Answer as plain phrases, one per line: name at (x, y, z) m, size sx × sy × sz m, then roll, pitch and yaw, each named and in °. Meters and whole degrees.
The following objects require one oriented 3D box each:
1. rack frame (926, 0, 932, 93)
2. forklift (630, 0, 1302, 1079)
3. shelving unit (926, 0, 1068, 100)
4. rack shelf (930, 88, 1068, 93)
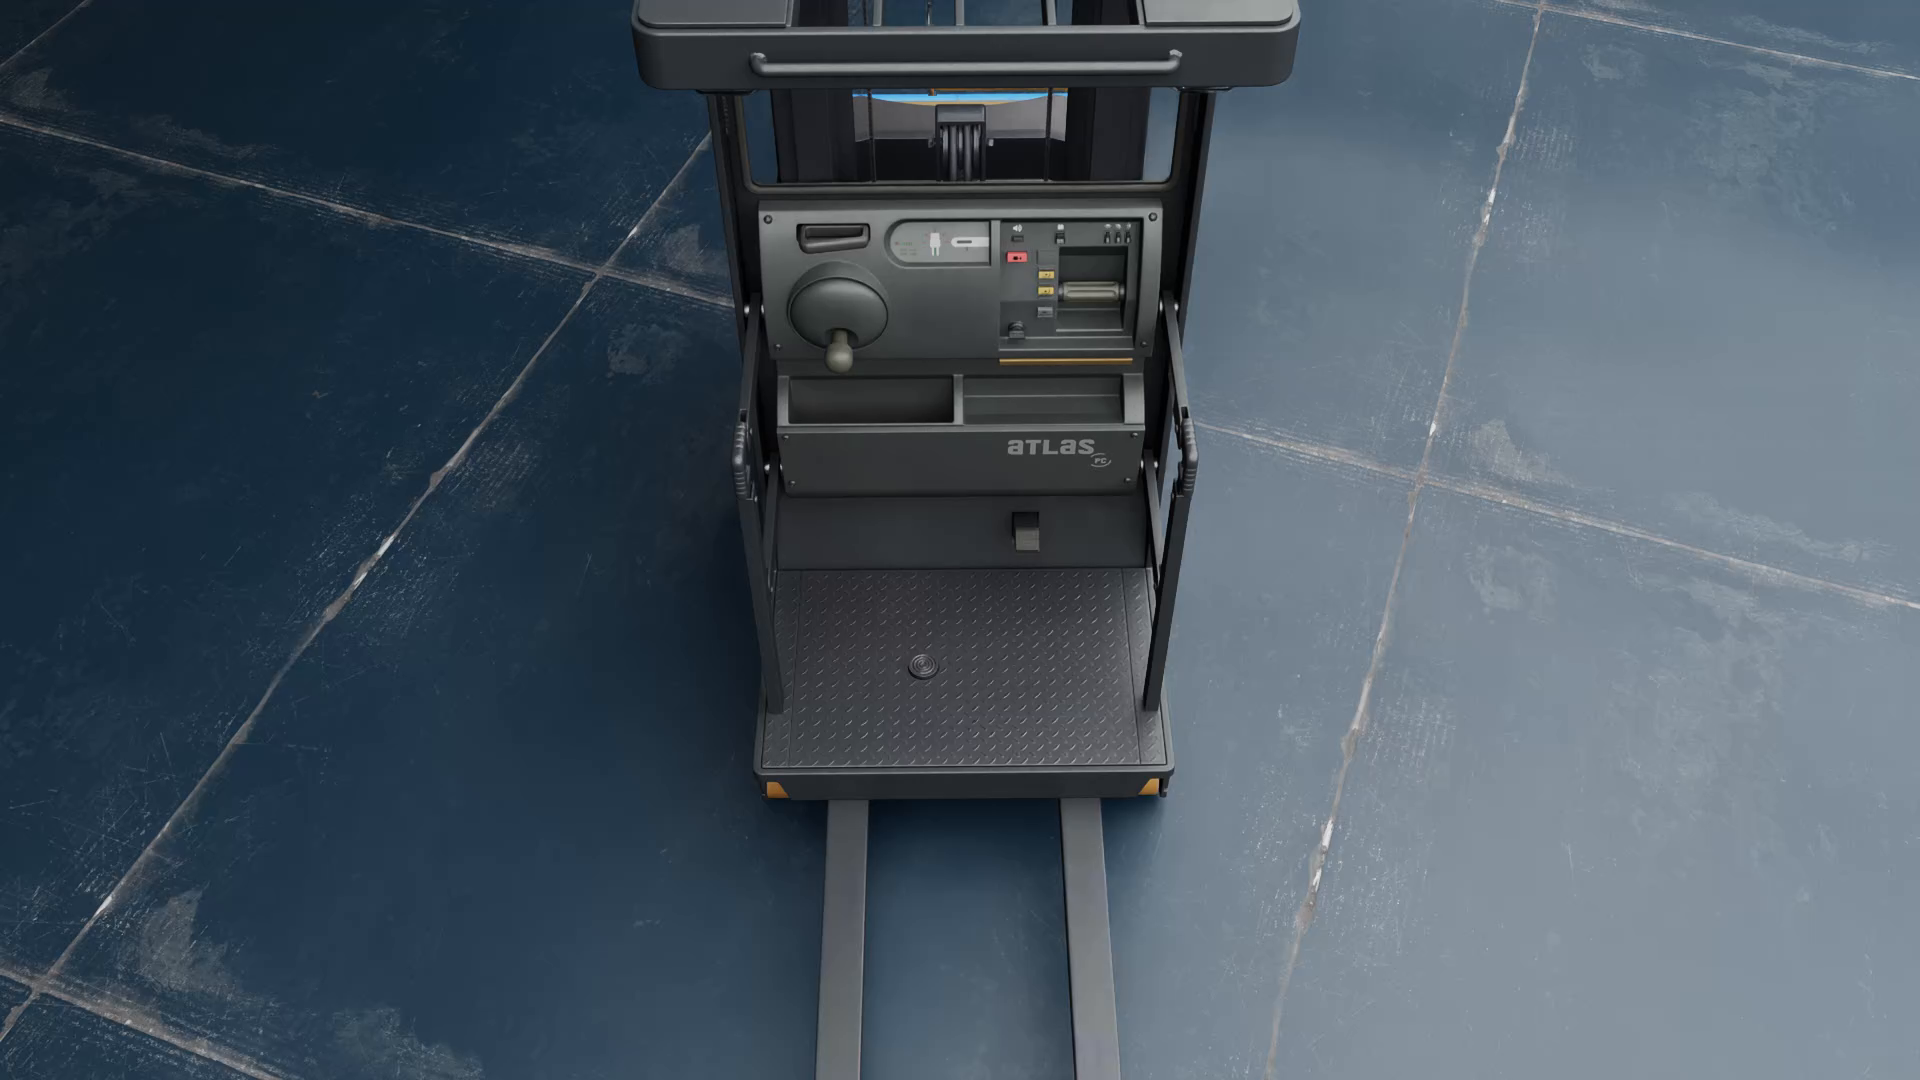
rack frame at (-0.097, -1.204, 5.491) m, size 0.015 × 1.200 × 0.240 m, roll 0°, pitch 46°, yaw 0°
forklift at (0.006, -0.490, 3.735) m, size 1.130 × 2.935 × 3.031 m, roll 0°, pitch 49°, yaw 0°
shelving unit at (0.147, -1.206, 5.493) m, size 0.503 × 1.200 × 0.258 m, roll 0°, pitch 46°, yaw 0°
rack shelf at (0.147, -1.477, 5.209) m, size 0.480 × 0.148 × 0.258 m, roll 0°, pitch 46°, yaw 0°
